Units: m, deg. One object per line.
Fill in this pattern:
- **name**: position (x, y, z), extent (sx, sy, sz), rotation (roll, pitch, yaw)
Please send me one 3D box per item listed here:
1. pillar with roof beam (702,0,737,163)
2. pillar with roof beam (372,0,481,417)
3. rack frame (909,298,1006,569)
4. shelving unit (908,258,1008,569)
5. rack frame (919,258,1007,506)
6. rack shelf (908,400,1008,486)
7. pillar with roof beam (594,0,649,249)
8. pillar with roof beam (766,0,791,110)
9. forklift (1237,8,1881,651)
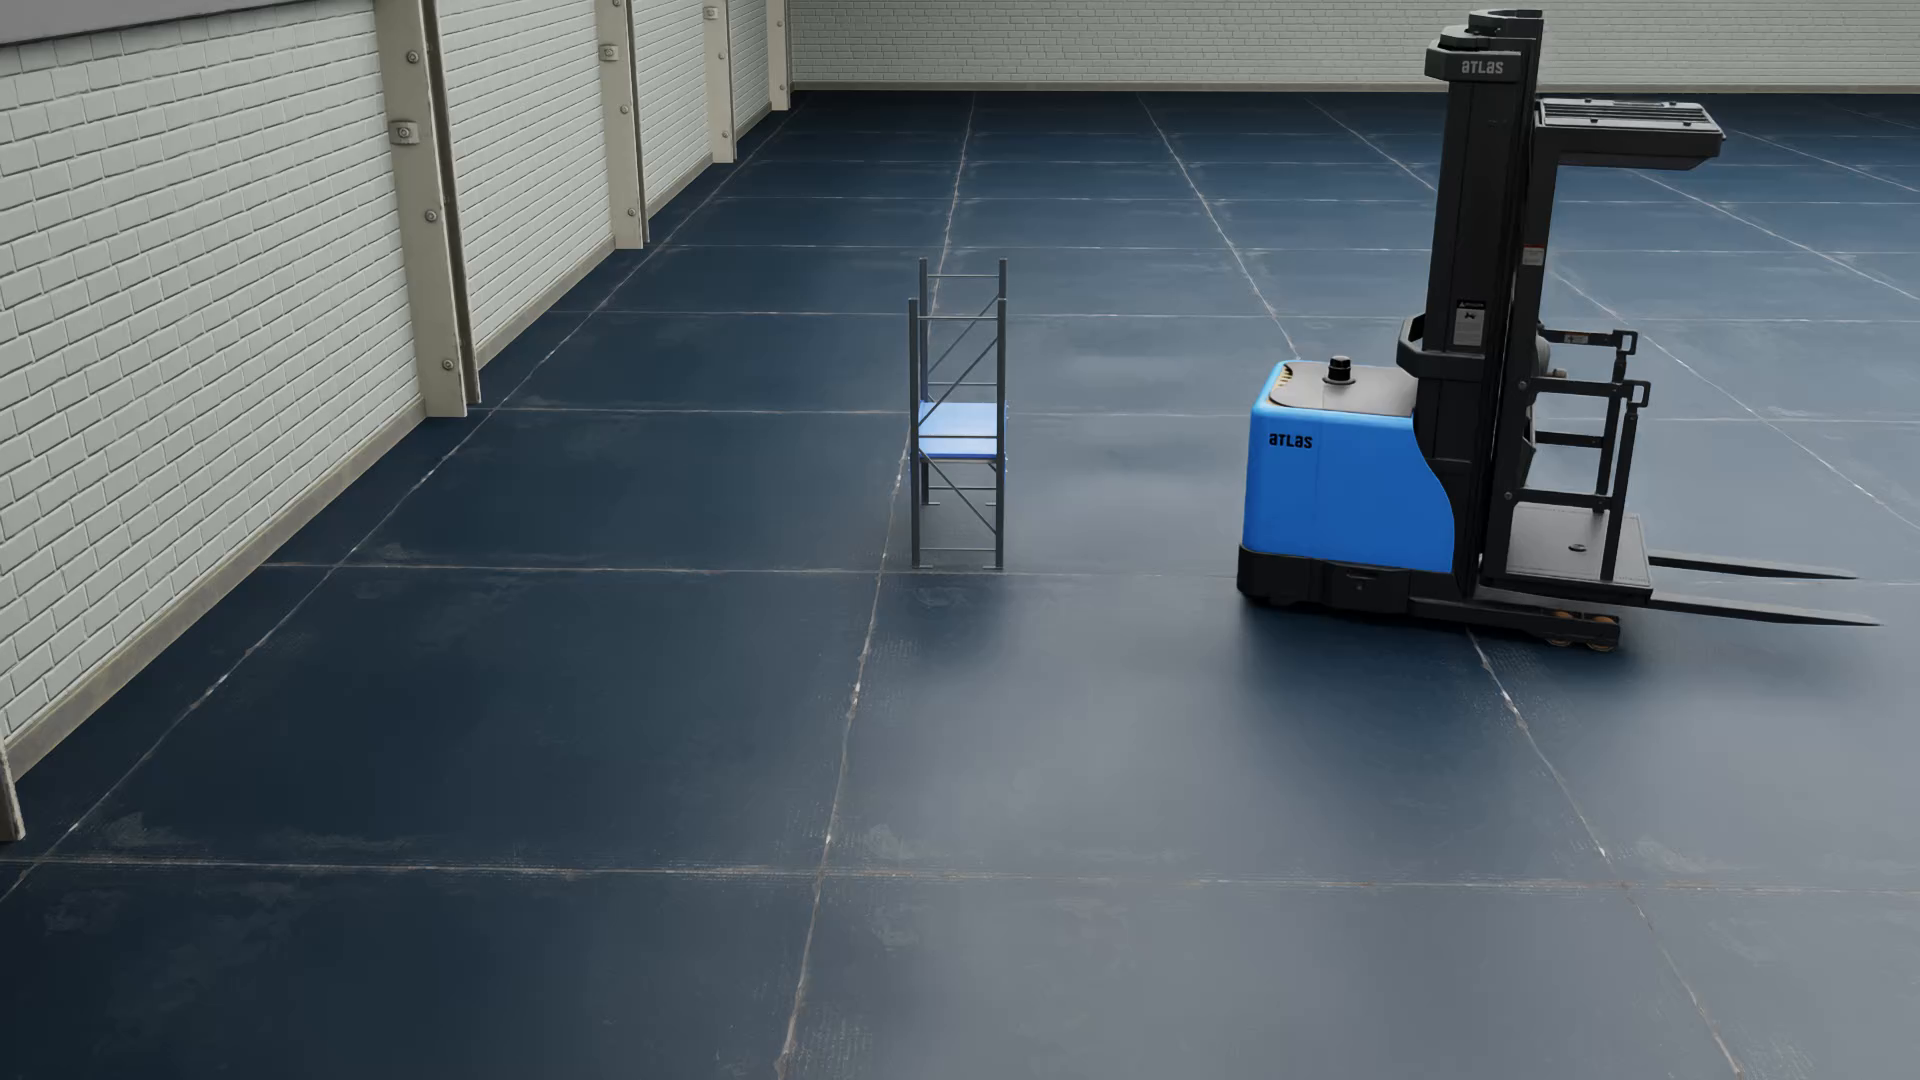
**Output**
- **pillar with roof beam**: position (1.014, -9.431, 21.395), extent (9.100, 9.000, 0.400), rotation (1, 21, 2)
- **pillar with roof beam**: position (0.649, -5.092, 10.213), extent (9.100, 9.000, 0.400), rotation (1, 21, 2)
- **rack frame**: position (-0.013, -0.546, 8.863), extent (0.500, 1.500, 0.032), rotation (1, 21, 2)
- **shelving unit**: position (0.003, -0.730, 9.337), extent (0.538, 1.500, 1.048), rotation (1, 21, 2)
- **rack frame**: position (0.018, -0.914, 9.811), extent (0.500, 1.500, 0.032), rotation (1, 21, 2)
- **rack shelf**: position (0.003, -0.562, 9.402), extent (0.538, 0.185, 1.000), rotation (1, 21, 2)
- **pillar with roof beam**: position (0.832, -7.262, 15.804), extent (9.100, 9.000, 0.400), rotation (1, 21, 2)
- **pillar with roof beam**: position (1.197, -11.600, 26.986), extent (9.100, 9.000, 0.400), rotation (1, 21, 2)
- **forklift**: position (3.022, -1.038, 8.153), extent (3.031, 2.935, 1.130), rotation (7, 22, 16)
